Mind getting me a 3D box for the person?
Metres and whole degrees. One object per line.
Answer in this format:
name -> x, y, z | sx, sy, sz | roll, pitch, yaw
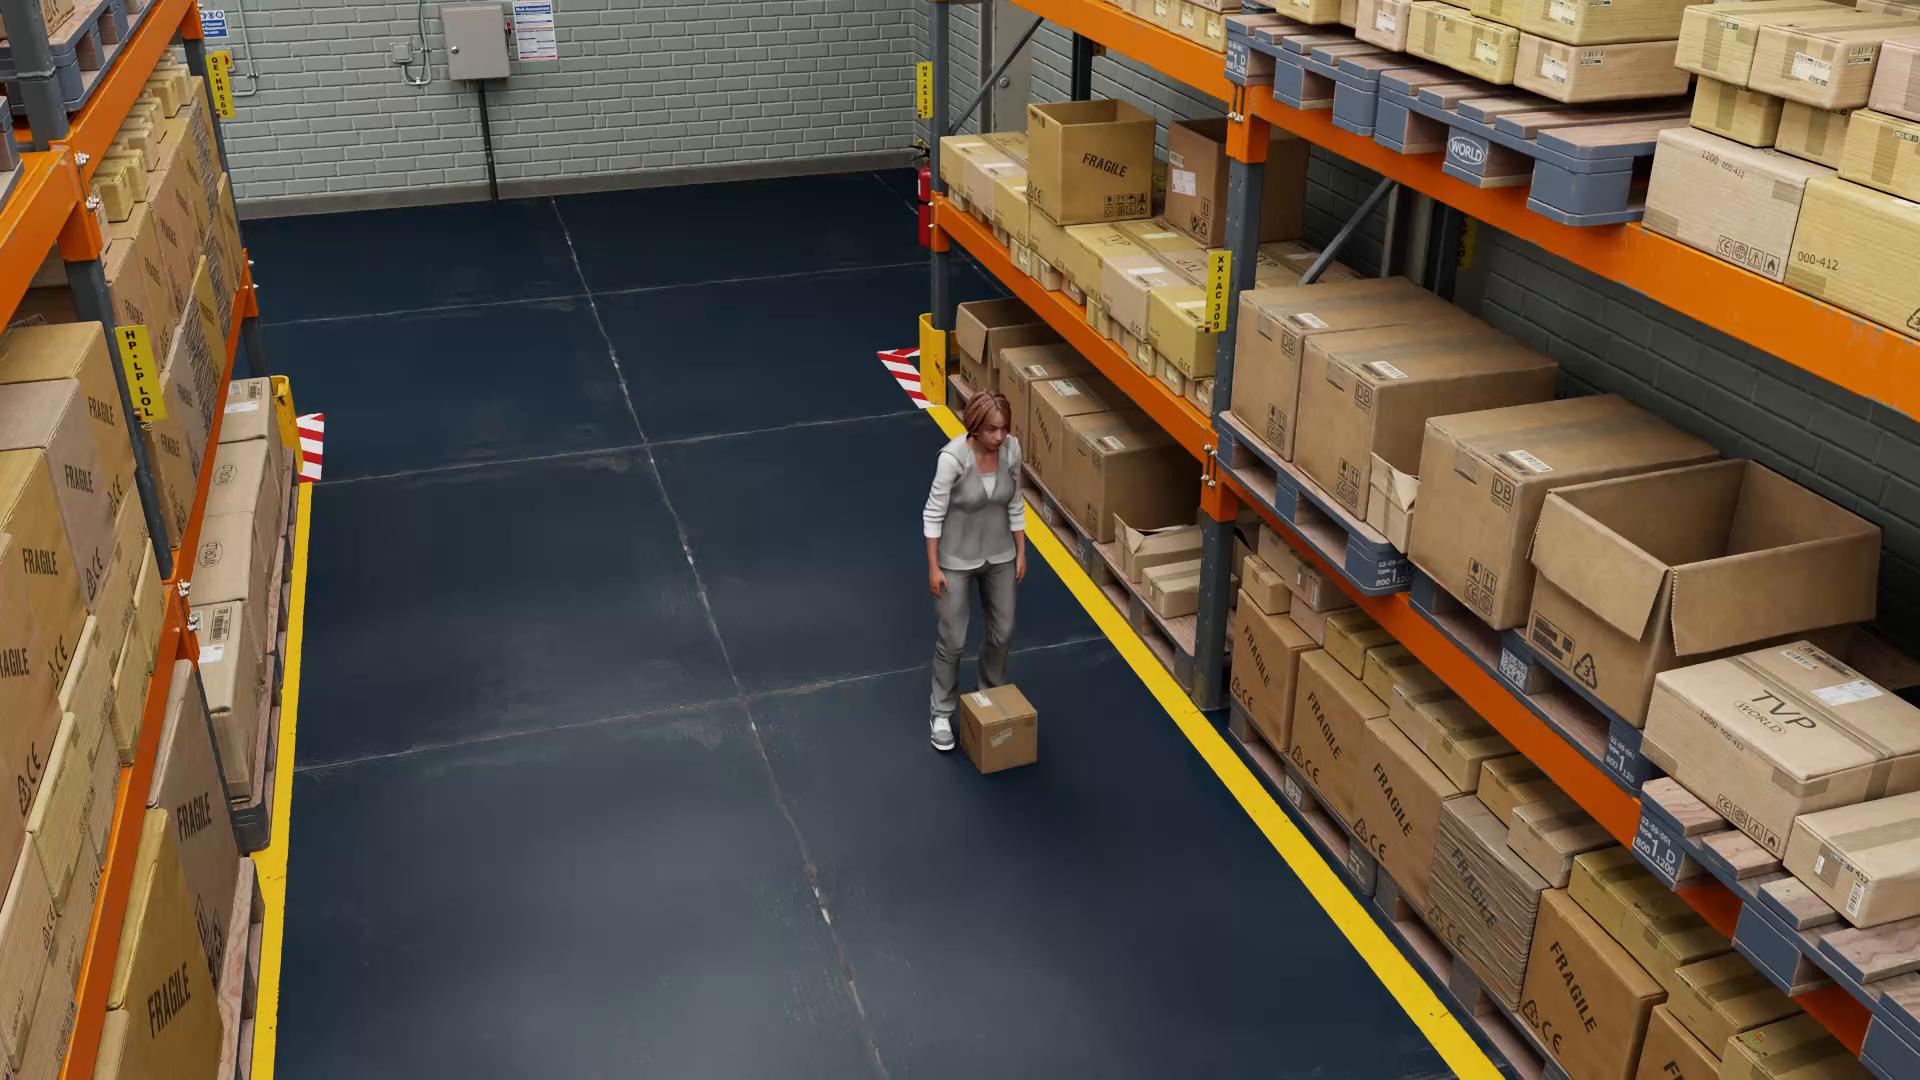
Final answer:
person -> 0.068, 0.102, 6.926 | 0.473, 1.592, 0.351 | -11, 29, -21
